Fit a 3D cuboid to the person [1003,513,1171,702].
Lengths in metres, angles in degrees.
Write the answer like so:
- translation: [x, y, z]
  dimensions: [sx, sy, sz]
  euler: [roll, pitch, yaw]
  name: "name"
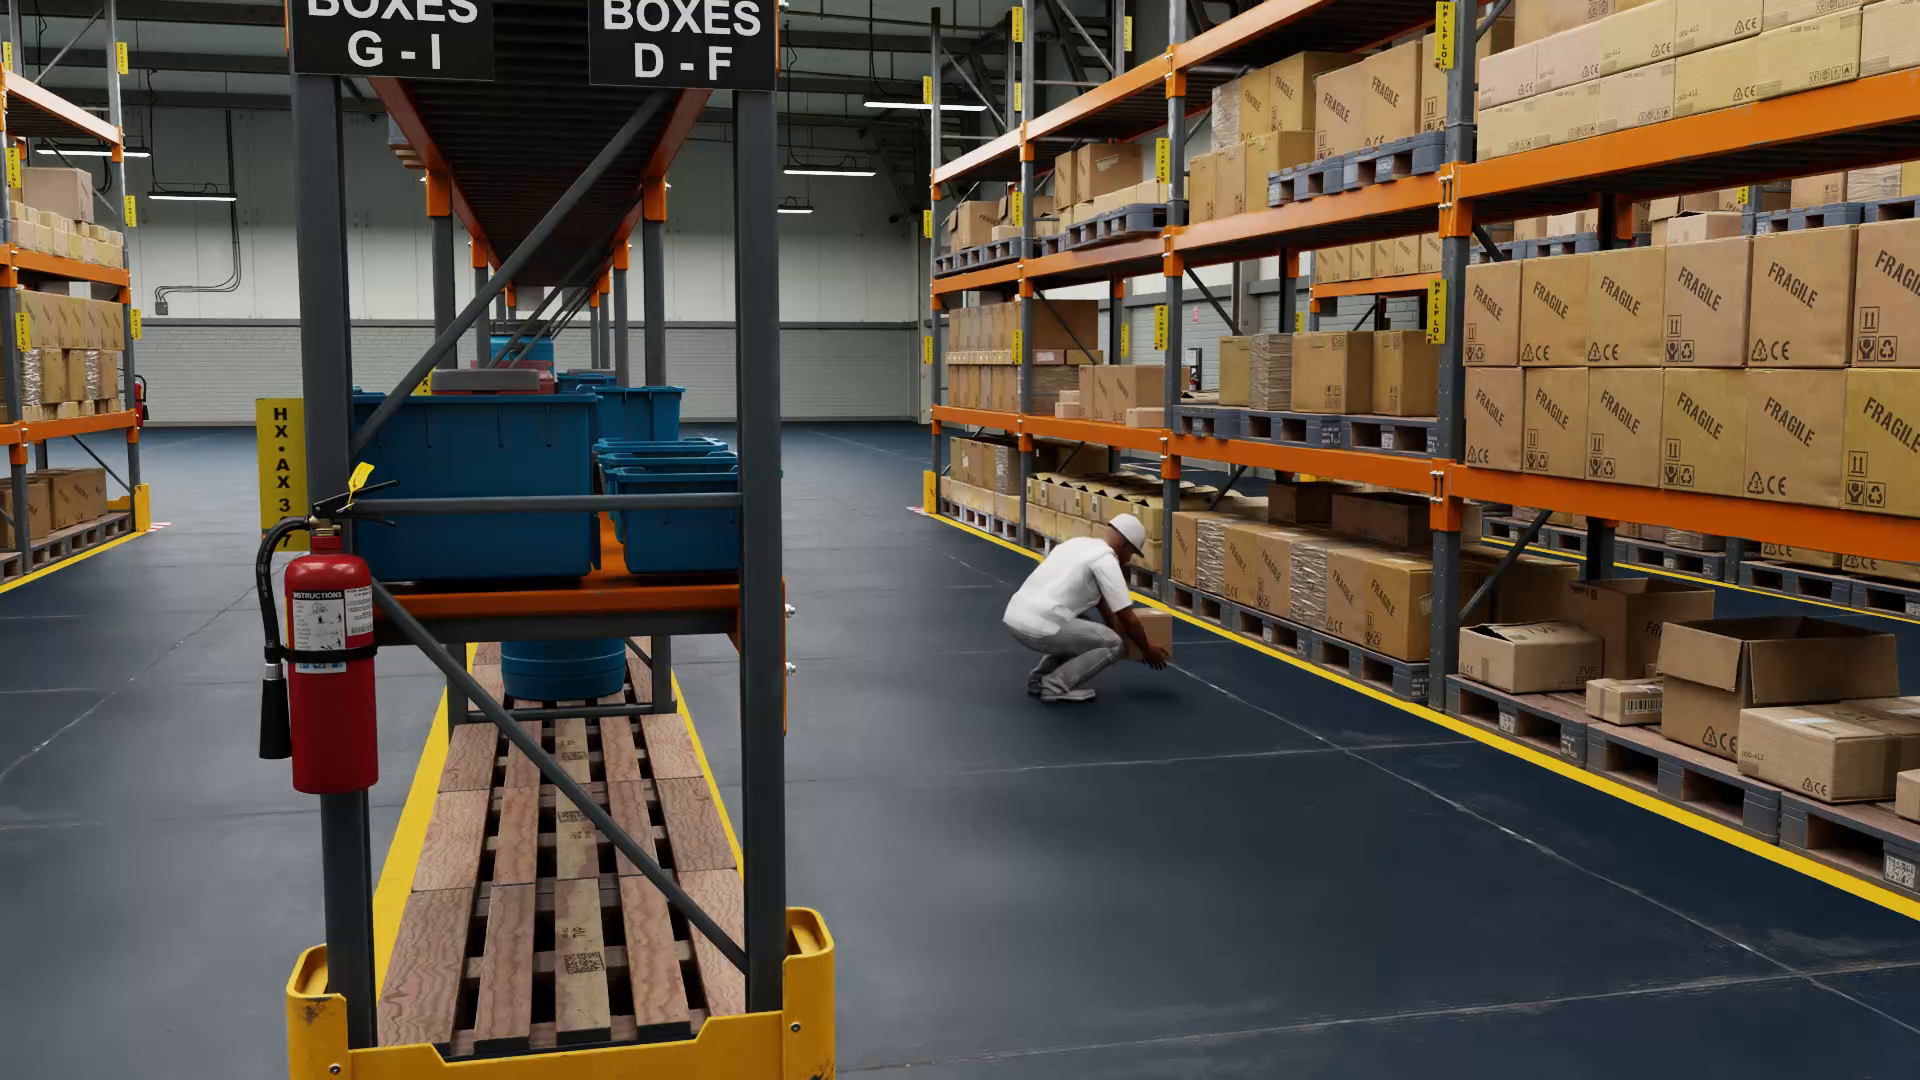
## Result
- translation: [0.683, 0.360, 9.131]
  dimensions: [0.889, 0.998, 0.584]
  euler: [-1, 6, -14]
  name: "person"
